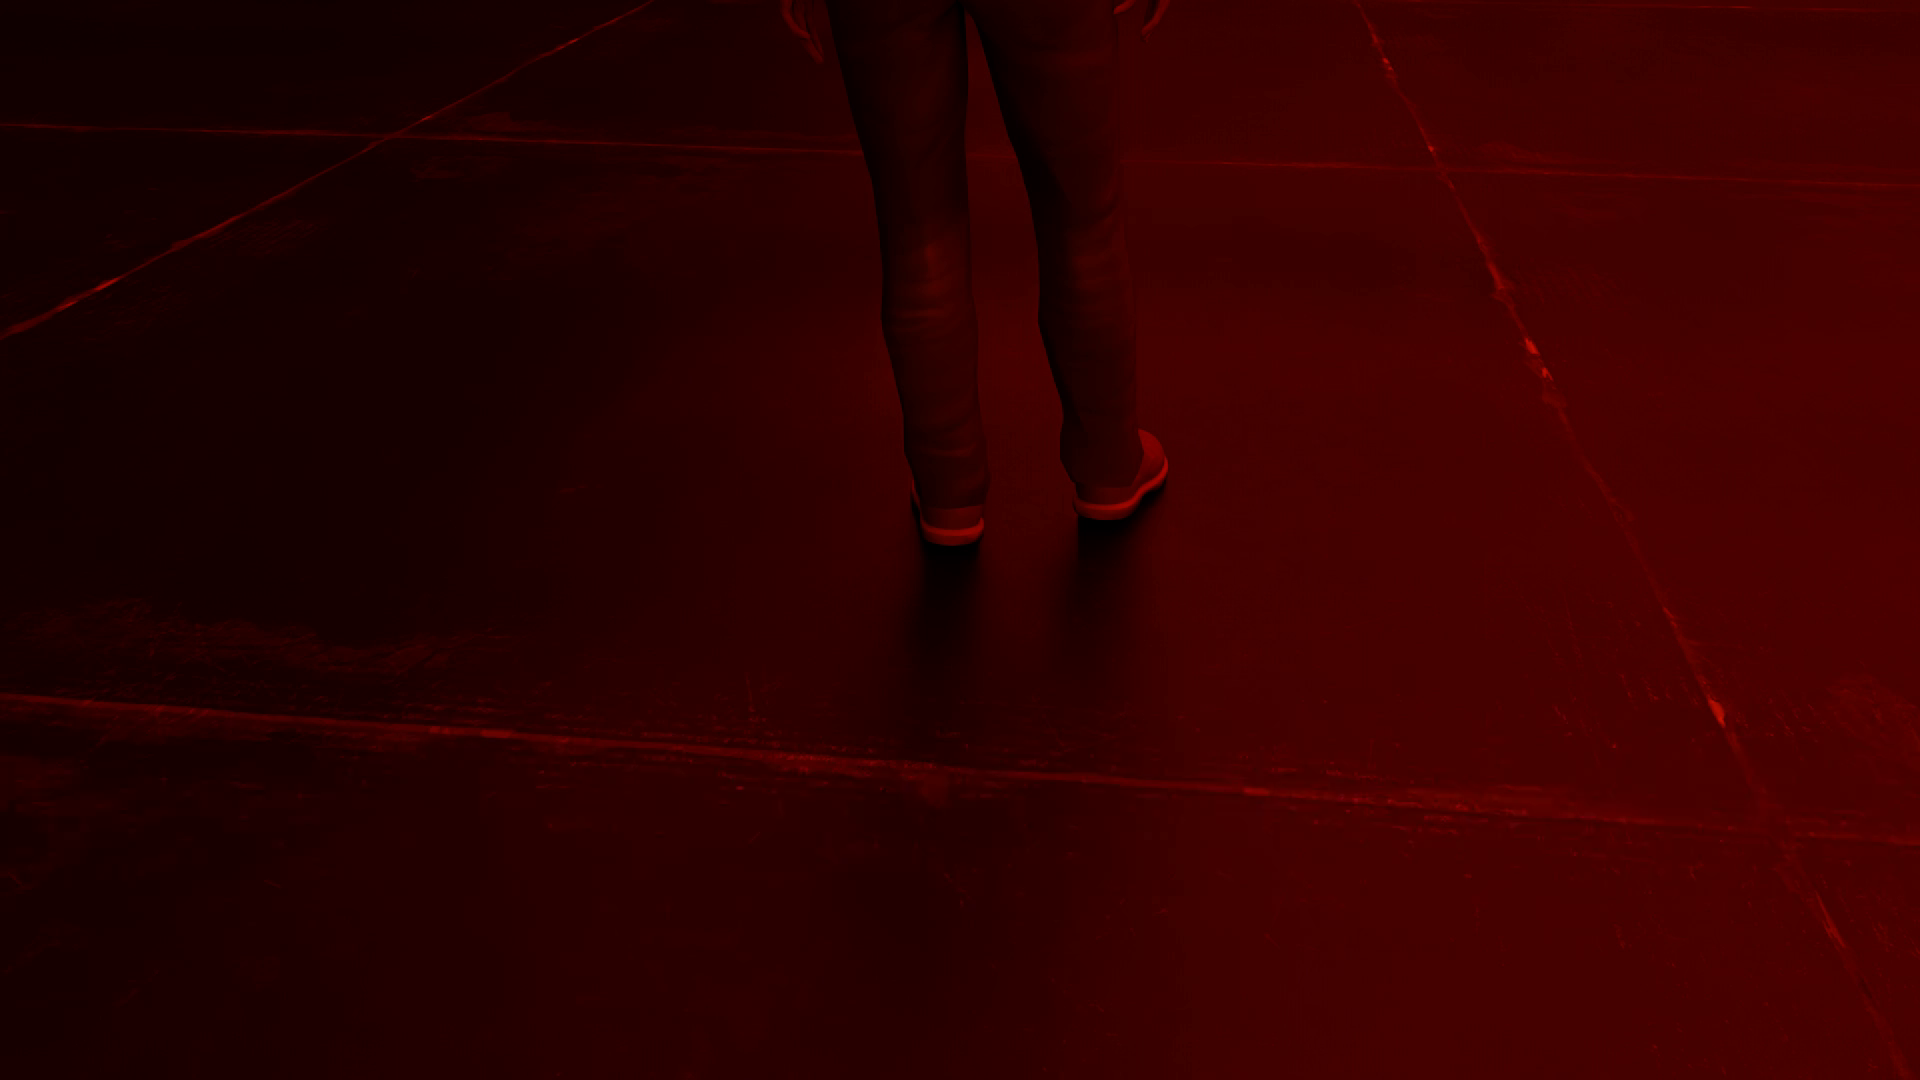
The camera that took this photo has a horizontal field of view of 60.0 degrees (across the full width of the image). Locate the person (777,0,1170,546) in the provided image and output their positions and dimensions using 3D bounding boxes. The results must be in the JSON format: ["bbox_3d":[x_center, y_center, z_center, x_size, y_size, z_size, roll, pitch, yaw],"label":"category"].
[{"bbox_3d":[0.031,-0.784,2.203,0.569,1.654,0.504,3,27,7],"label":"person"}]
